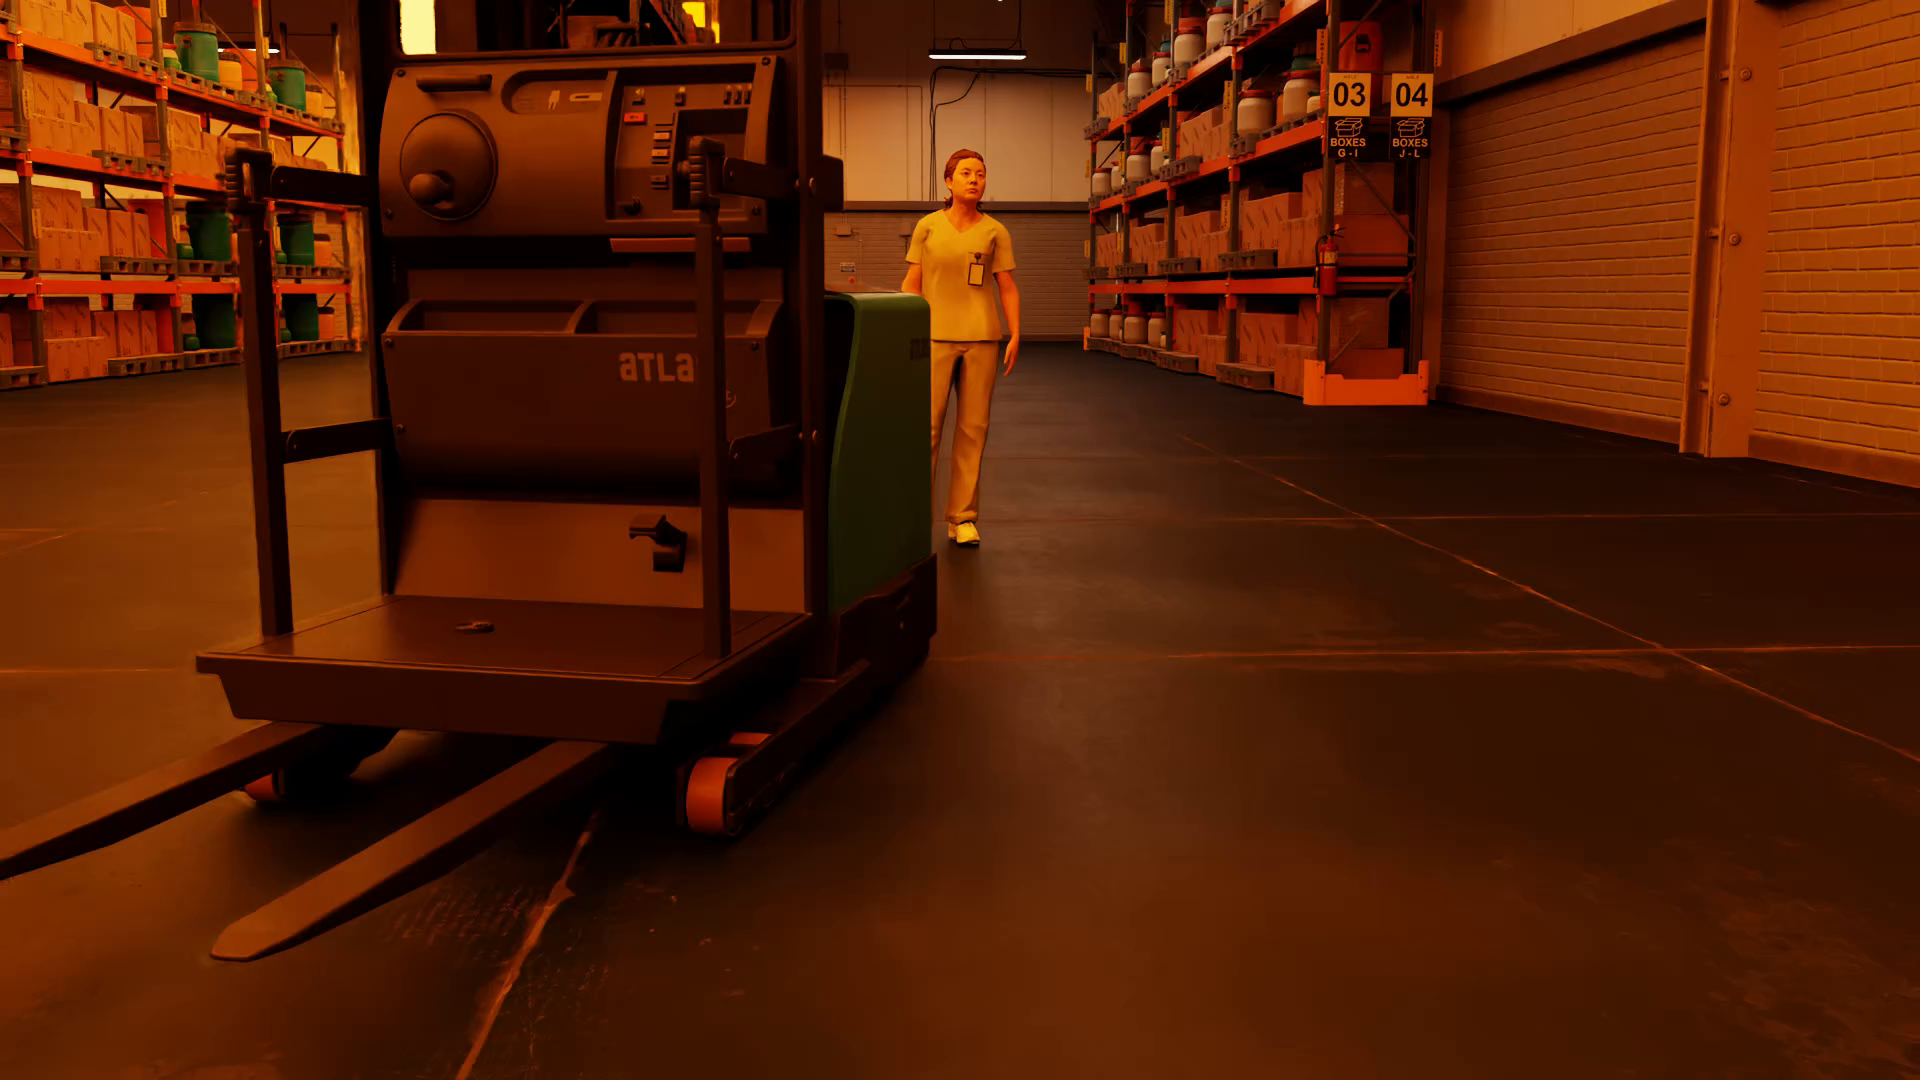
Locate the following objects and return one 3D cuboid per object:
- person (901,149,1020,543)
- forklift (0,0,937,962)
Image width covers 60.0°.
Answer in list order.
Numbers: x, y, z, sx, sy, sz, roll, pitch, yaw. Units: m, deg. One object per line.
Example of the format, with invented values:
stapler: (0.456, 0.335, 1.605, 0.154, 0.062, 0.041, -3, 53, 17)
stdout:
person: (-0.009, -0.820, 7.113, 0.549, 1.665, 0.549, -1, 8, -4)
forklift: (-0.902, -0.916, 3.500, 1.130, 2.935, 3.031, 2, 9, 13)
